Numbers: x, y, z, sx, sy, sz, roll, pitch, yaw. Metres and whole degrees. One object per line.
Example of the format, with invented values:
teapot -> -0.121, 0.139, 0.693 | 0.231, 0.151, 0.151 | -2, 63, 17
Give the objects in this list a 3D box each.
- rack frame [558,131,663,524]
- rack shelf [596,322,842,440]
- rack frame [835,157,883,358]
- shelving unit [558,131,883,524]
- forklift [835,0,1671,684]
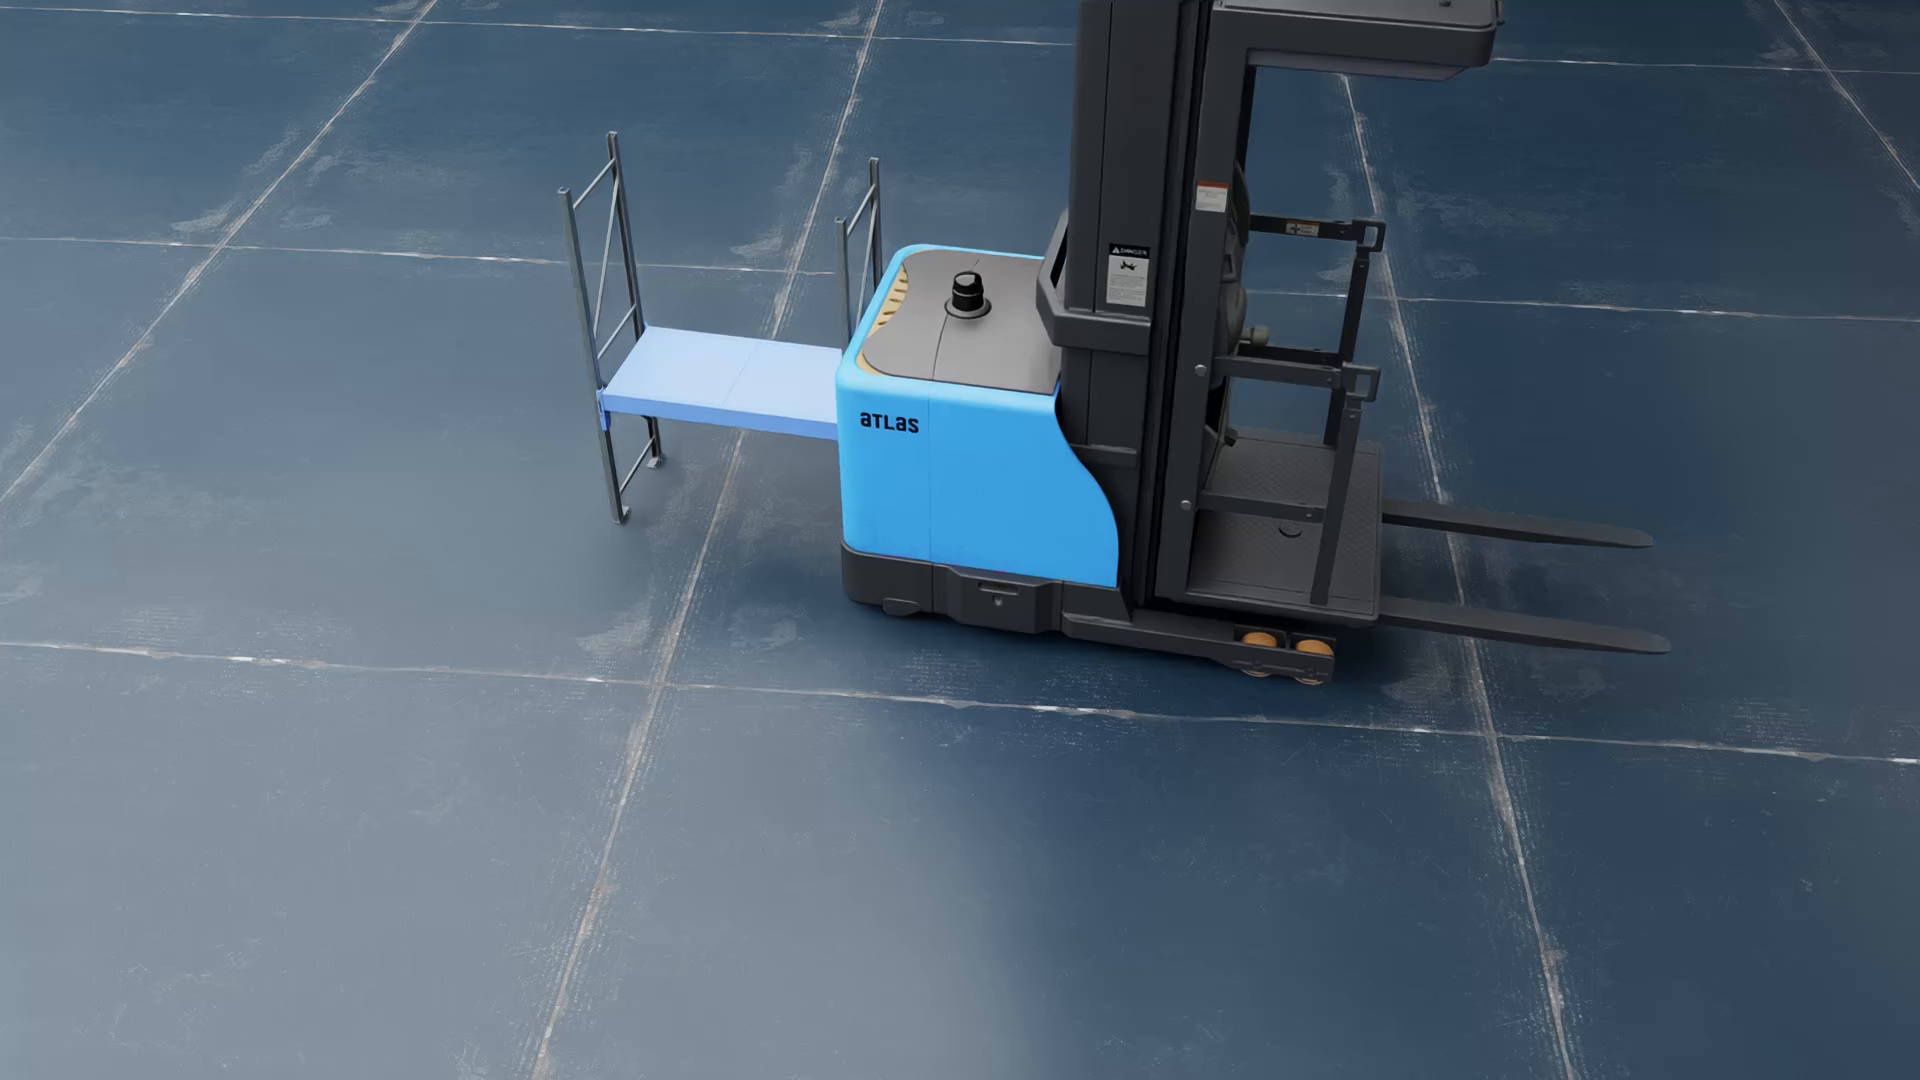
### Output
rack frame -> -1.358, -0.802, 6.547 | 0.032, 1.500, 0.500 | 8, 40, 9
rack shelf -> -0.861, -0.594, 6.577 | 1.000, 0.185, 0.538 | 8, 40, 9
rack frame -> -0.364, -0.666, 6.380 | 0.032, 1.500, 0.500 | 8, 40, 9
shelving unit -> -0.861, -0.734, 6.464 | 1.048, 1.500, 0.538 | 8, 40, 9
forklift -> 1.119, -0.976, 5.628 | 3.031, 2.935, 1.130 | 8, 40, 10
